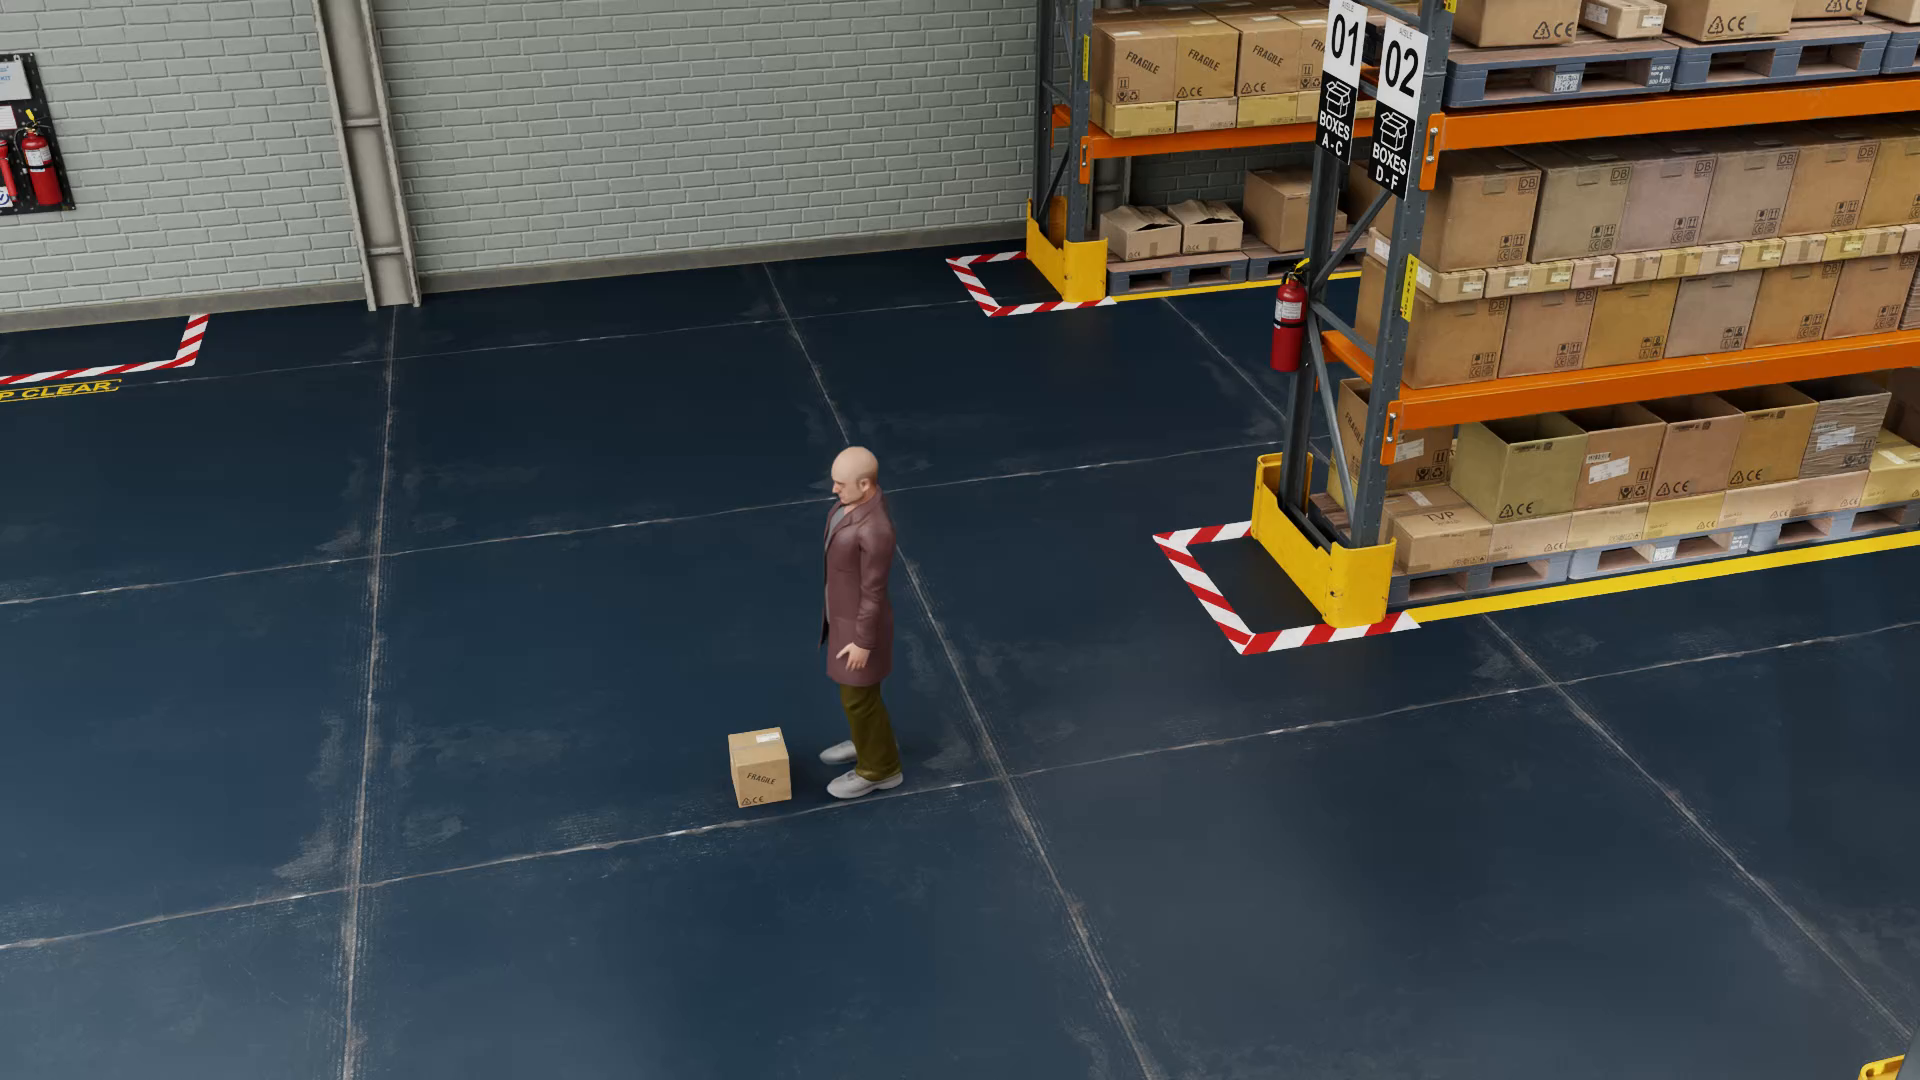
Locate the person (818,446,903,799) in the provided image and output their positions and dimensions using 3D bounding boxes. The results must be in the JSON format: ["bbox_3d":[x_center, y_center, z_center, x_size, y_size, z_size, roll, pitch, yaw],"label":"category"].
[{"bbox_3d":[-0.471,0.376,7.621,0.388,1.782,0.562,-7,31,-12],"label":"person"}]
